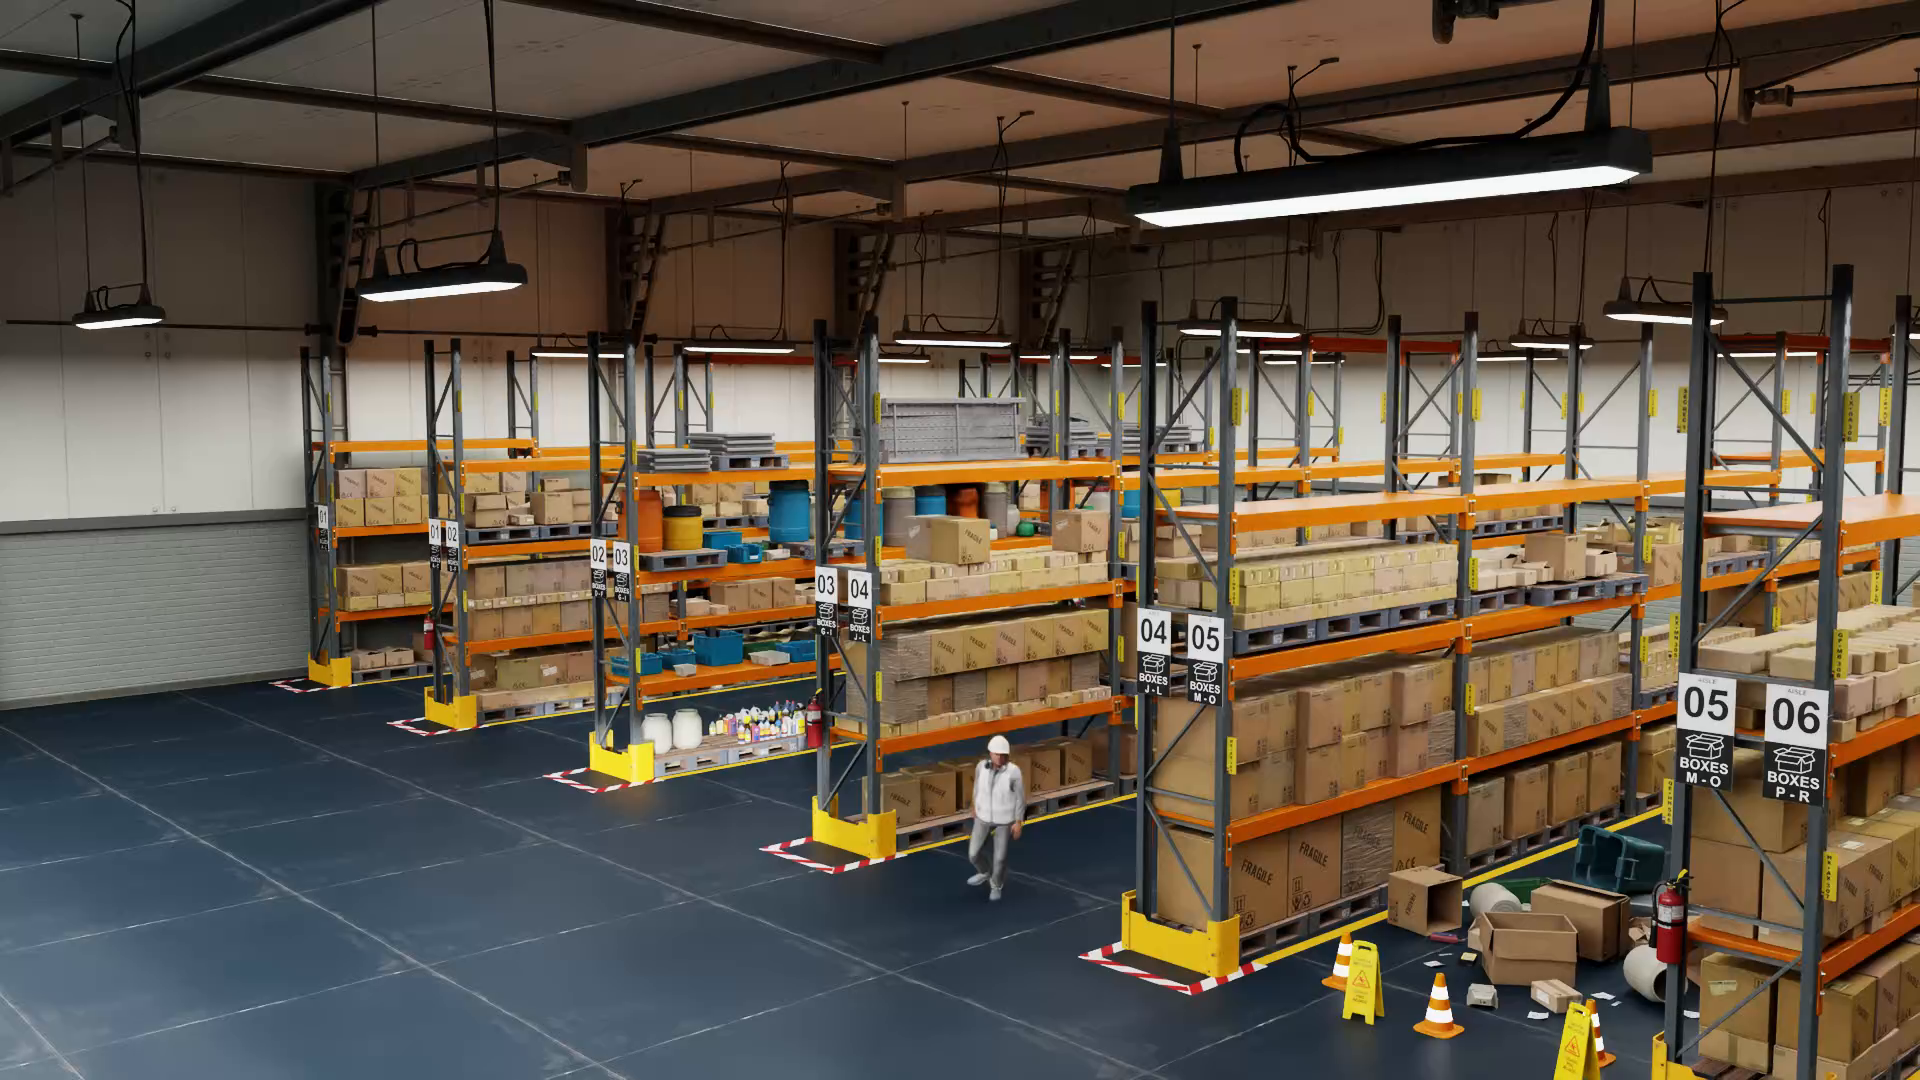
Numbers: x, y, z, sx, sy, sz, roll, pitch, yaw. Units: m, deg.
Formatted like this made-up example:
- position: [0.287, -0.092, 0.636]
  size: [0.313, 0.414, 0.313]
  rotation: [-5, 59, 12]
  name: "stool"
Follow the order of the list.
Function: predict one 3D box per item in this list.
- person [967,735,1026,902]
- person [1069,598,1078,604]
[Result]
- position: [0.354, 2.826, 16.928]
  size: [0.692, 1.750, 0.599]
  rotation: [2, 5, 17]
  name: "person"
- position: [2.133, 1.428, 32.927]
  size: [0.584, 1.718, 0.677]
  rotation: [4, 6, 36]
  name: "person"
